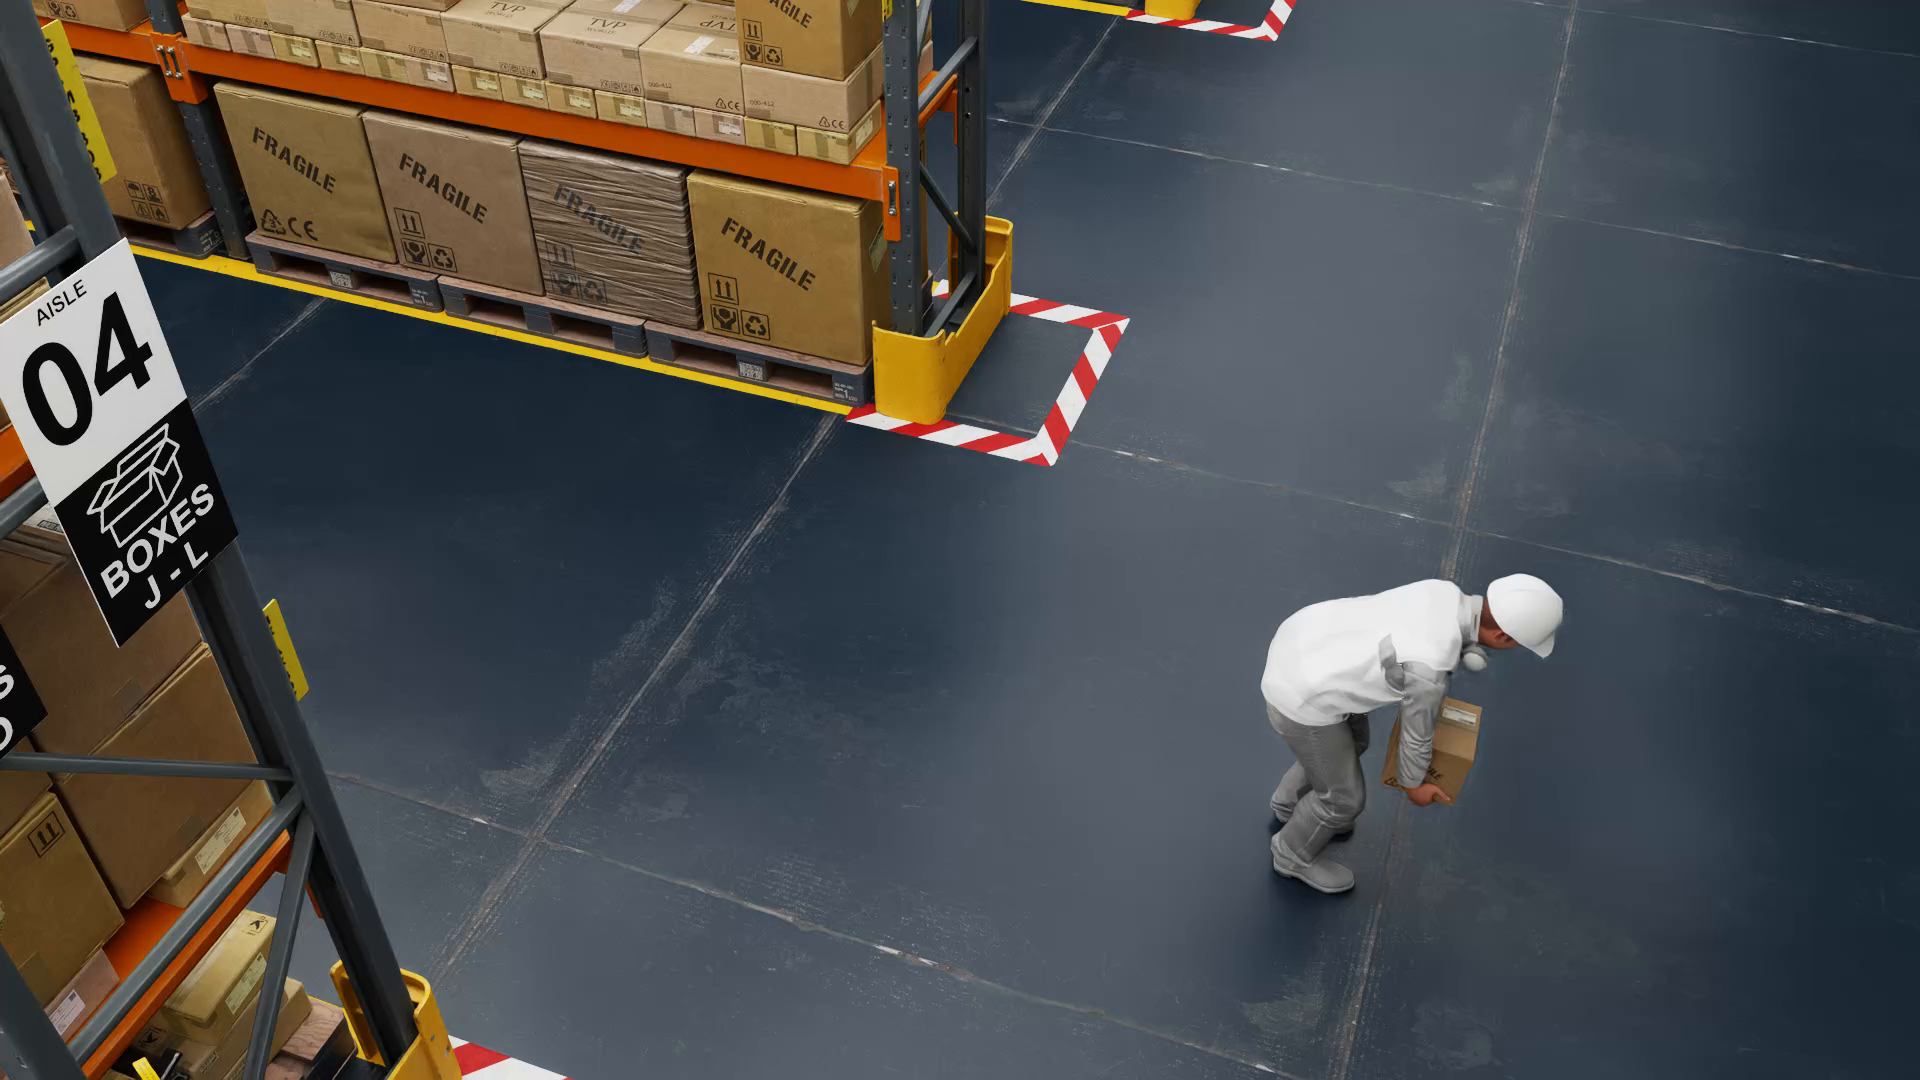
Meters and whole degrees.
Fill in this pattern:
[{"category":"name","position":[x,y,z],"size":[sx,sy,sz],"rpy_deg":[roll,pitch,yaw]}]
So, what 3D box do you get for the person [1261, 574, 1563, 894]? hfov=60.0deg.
[{"category":"person","position":[1.453,0.620,5.659],"size":[0.870,1.477,0.467],"rpy_deg":[12,43,14]}]
